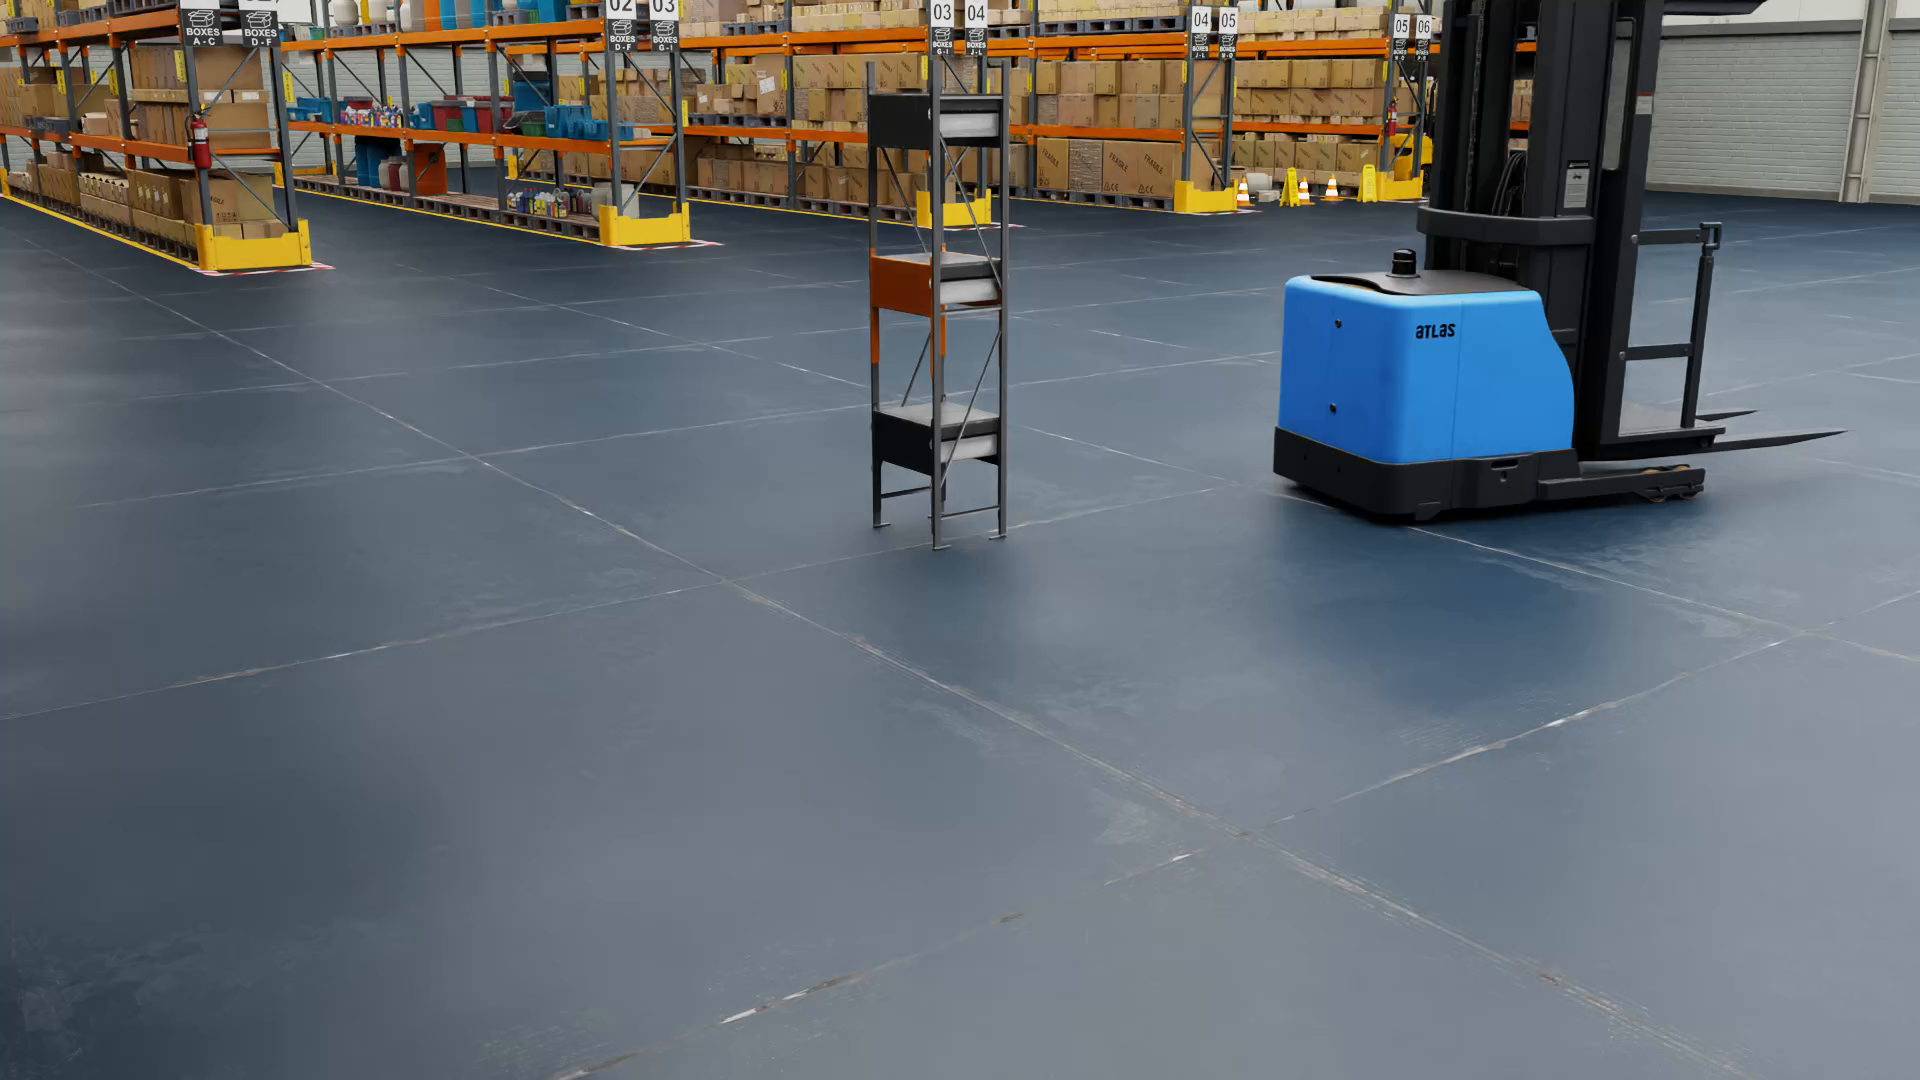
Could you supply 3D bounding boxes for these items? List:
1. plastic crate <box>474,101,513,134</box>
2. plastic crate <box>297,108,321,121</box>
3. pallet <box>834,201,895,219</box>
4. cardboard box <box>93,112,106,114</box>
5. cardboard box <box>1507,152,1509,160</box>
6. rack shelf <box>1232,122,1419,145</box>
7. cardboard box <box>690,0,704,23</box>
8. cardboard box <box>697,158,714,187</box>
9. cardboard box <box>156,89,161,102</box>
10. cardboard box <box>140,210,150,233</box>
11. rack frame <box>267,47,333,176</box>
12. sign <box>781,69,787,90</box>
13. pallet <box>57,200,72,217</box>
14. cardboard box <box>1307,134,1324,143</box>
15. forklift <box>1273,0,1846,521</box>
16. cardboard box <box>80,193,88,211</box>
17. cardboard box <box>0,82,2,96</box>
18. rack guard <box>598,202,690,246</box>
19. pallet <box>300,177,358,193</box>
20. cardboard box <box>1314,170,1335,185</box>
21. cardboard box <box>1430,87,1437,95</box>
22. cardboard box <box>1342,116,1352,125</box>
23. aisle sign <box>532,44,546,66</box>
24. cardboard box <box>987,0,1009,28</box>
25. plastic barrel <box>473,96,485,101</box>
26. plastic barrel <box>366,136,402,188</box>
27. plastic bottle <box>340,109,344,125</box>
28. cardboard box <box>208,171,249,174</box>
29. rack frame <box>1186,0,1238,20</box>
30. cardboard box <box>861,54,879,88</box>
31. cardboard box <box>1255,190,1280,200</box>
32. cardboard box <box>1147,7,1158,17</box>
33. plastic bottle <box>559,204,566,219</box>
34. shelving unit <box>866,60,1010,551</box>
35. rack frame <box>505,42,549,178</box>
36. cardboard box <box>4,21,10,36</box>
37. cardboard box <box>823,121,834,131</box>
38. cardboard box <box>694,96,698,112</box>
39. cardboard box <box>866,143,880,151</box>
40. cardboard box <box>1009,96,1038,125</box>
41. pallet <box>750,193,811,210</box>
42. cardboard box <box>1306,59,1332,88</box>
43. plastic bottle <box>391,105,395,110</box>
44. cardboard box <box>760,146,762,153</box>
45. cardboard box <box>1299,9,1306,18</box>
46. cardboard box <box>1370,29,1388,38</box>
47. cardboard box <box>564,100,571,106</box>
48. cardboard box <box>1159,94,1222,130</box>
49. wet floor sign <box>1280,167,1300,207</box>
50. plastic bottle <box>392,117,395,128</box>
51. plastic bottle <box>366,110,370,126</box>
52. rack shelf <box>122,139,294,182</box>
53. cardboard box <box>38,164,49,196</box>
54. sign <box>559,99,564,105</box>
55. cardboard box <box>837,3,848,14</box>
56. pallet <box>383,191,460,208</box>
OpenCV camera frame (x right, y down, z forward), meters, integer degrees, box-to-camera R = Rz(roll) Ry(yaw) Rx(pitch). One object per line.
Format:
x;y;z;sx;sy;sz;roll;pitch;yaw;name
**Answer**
-6.934;-6.291;24.760;0.402;0.464;0.583;-11;19;-35;plastic crate
-12.628;-8.266;32.300;0.416;0.233;0.300;-11;19;-35;plastic crate
-1.250;-5.230;26.284;1.003;0.211;1.213;-11;19;-35;pallet
-12.584;-6.163;24.582;0.500;0.311;0.500;-10;18;-31;cardboard box
11.160;-7.710;33.531;0.500;0.250;0.500;-11;19;-35;cardboard box
6.797;-7.738;31.527;1.077;0.370;4.000;-11;19;-35;rack shelf
-4.384;-9.315;29.108;0.500;0.500;0.500;-11;19;-34;cardboard box
-4.337;-6.694;30.254;0.700;0.500;0.500;-12;19;-37;cardboard box
-9.496;-5.380;20.133;0.380;0.149;0.250;-11;19;-35;cardboard box
-10.093;-4.059;21.139;0.500;0.250;0.500;-11;19;-35;cardboard box
-13.457;-8.767;33.926;1.000;3.000;0.127;-11;19;-35;rack frame
-2.842;-7.445;26.902;0.100;0.325;0.005;-11;19;-35;sign
-13.884;-5.371;26.802;1.003;0.211;1.213;-11;19;-35;pallet
6.722;-7.518;31.125;0.380;0.149;0.250;-10;18;-32;cardboard box
3.189;-1.723;8.319;3.031;2.935;1.130;-6;16;-20;forklift
-12.692;-5.010;24.611;0.500;0.250;0.500;-11;19;-35;cardboard box
-17.105;-8.283;30.075;0.500;0.500;0.500;-11;19;-34;cardboard box
-4.133;-4.154;21.806;1.175;0.500;0.348;-11;19;-35;rack guard
-12.291;-6.980;32.678;1.003;0.211;1.213;-11;19;-35;pallet
6.981;-6.777;31.066;0.500;0.250;0.500;-11;19;-34;cardboard box
10.022;-9.365;34.691;0.380;0.149;0.250;-10;18;-33;cardboard box
7.207;-7.678;30.423;0.380;0.149;0.250;-11;19;-35;cardboard box
-9.251;-10.852;36.618;0.394;0.787;0.004;-11;19;-35;aisle sign
0.573;-9.994;31.552;0.500;0.500;0.500;-11;19;-35;cardboard box
-7.473;-6.758;26.327;0.433;0.535;0.433;0;15;0;plastic barrel
-10.383;-6.833;30.040;0.600;0.901;0.708;-11;19;-35;plastic barrel
-11.235;-7.712;30.293;0.061;0.283;0.133;-11;19;-35;plastic bottle
-9.074;-4.290;20.562;0.500;0.500;0.500;-11;19;-35;cardboard box
4.028;-9.761;26.194;1.000;3.000;0.127;-11;19;-35;rack frame
-1.157;-7.085;25.135;0.500;0.500;0.500;-11;19;-35;cardboard box
5.568;-6.249;30.125;0.380;0.149;0.250;-2;15;-6;cardboard box
3.259;-8.571;27.019;0.380;0.149;0.250;-11;19;-34;cardboard box
-5.484;-4.537;22.939;0.097;0.201;0.097;0;15;0;plastic bottle
-0.097;-1.048;7.428;0.431;2.100;0.503;-11;19;-35;shelving unit
-9.451;-9.536;36.735;1.000;3.000;0.127;-11;19;-35;rack frame
-15.901;-8.690;28.248;0.500;0.250;0.500;-11;19;-35;cardboard box
-1.938;-6.544;26.278;0.380;0.149;0.250;-11;19;-35;cardboard box
-4.813;-8.022;31.014;0.500;0.500;0.500;-10;18;-33;cardboard box
-1.596;-8.146;34.176;0.500;0.250;0.500;-11;19;-34;cardboard box
1.153;-7.840;30.349;0.500;0.500;0.500;-11;19;-35;cardboard box
-2.854;-5.795;28.347;1.003;0.211;1.213;-11;19;-35;pallet
6.821;-8.609;30.701;0.700;0.500;0.500;-11;19;-35;cardboard box
-10.300;-7.744;30.280;0.144;0.351;0.185;-11;19;-35;plastic bottle
-4.331;-8.917;37.953;0.380;0.149;0.250;-11;19;-34;cardboard box
6.523;-9.785;30.928;0.380;0.149;0.250;-10;18;-33;cardboard box
7.536;-9.016;29.629;0.380;0.149;0.250;-11;19;-34;cardboard box
-7.877;-8.917;34.193;0.500;0.250;0.500;-10;18;-33;cardboard box
3.773;-7.012;27.230;0.875;0.550;0.550;-11;19;-35;cardboard box
5.647;-6.033;28.397;0.232;0.644;0.267;14;21;42;wet floor sign
-9.525;-7.060;28.065;0.097;0.201;0.097;0;15;0;plastic bottle
-10.357;-7.396;29.160;0.097;0.271;0.097;0;15;0;plastic bottle
-9.235;-4.663;20.292;1.077;0.370;4.000;-11;19;-35;rack shelf
-15.027;-6.010;27.756;0.500;0.500;0.500;-12;19;-37;cardboard box
-5.950;-6.421;24.831;0.100;0.325;0.005;-11;19;-35;sign
-1.656;-8.150;25.520;0.380;0.149;0.250;-11;19;-36;cardboard box
-9.251;-5.876;28.644;1.003;0.211;1.213;-11;19;-35;pallet
